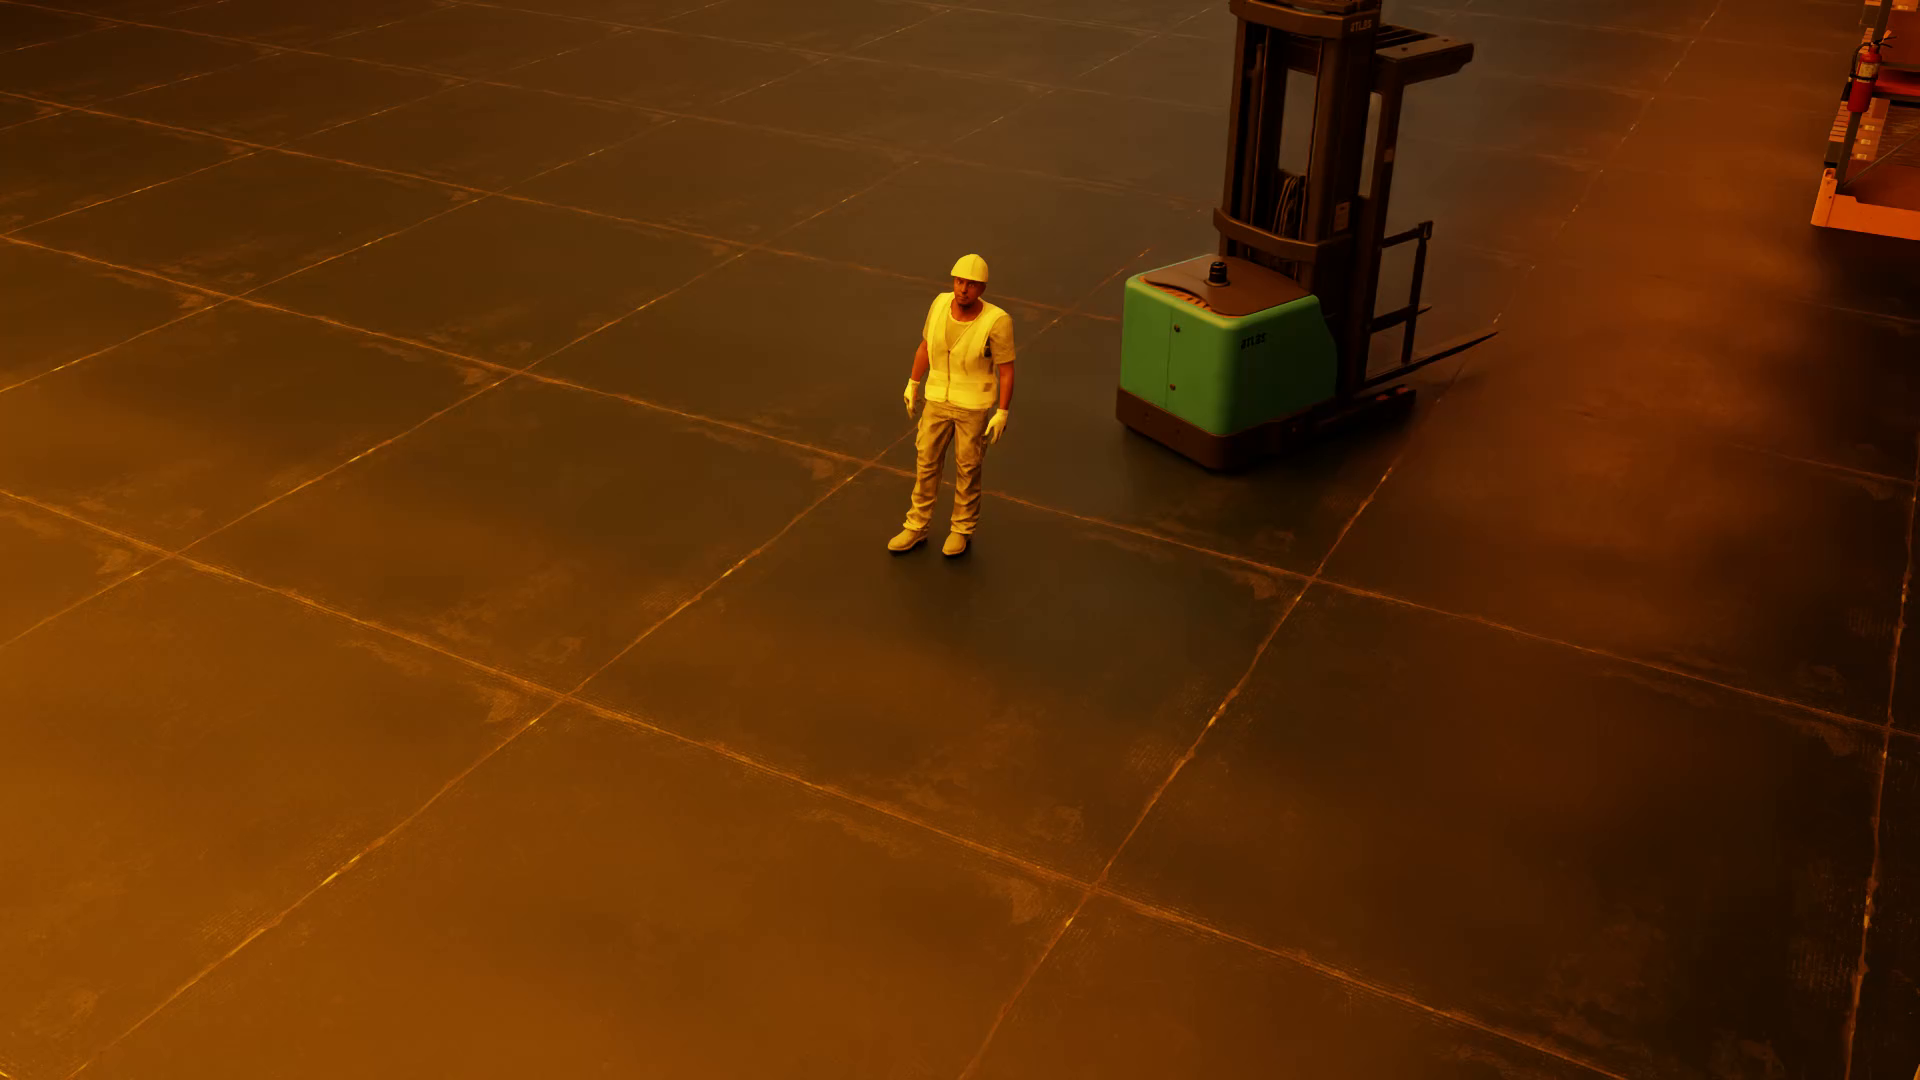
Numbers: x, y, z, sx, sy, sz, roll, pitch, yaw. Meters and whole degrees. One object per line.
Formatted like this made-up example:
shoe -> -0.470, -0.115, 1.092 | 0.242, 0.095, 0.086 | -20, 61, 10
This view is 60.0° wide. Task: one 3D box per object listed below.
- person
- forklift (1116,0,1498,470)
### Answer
person -> -0.042, -0.748, 9.502 | 0.656, 1.784, 0.575 | 15, 33, 25
forklift -> 2.545, -2.296, 11.049 | 3.031, 2.935, 1.130 | -20, 36, -31
